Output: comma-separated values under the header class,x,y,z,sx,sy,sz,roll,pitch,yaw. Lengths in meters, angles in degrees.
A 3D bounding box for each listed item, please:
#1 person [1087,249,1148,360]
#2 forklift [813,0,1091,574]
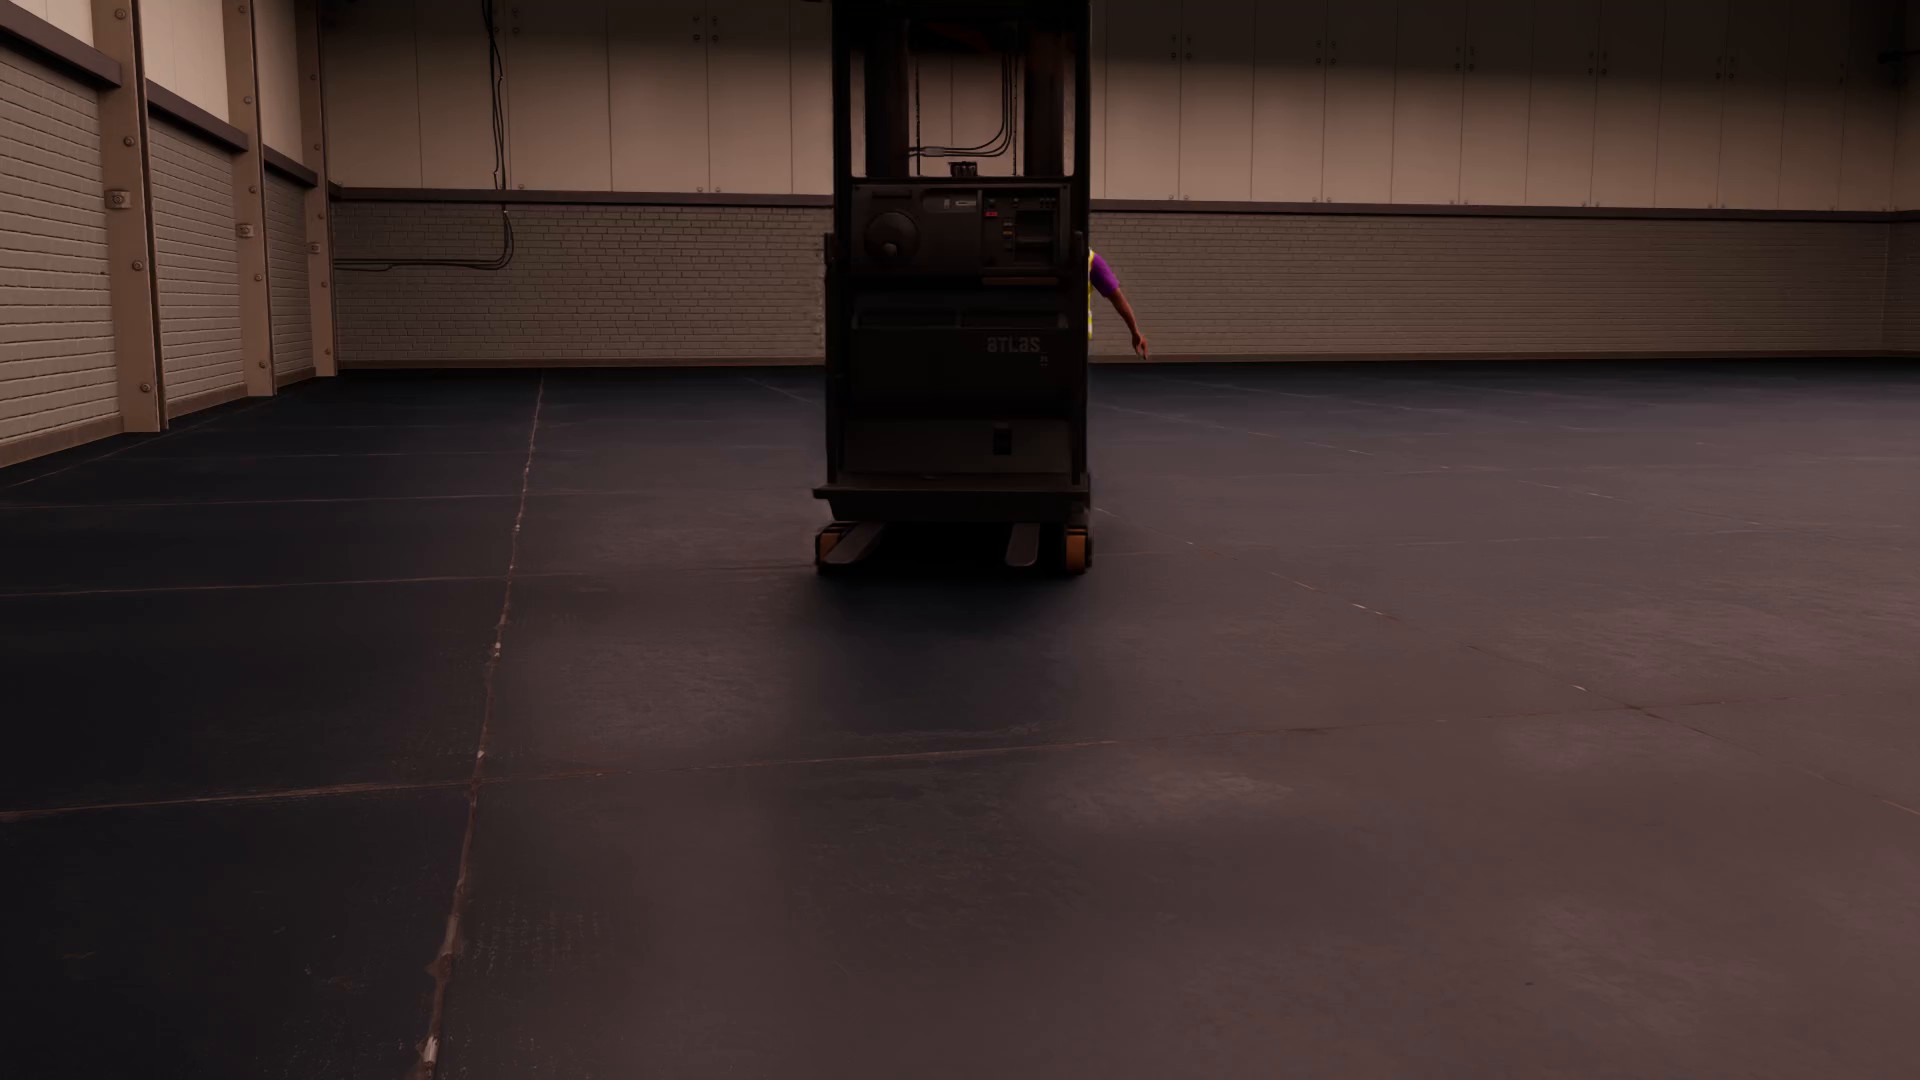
class,x,y,z,sx,sy,sz,roll,pitch,yaw
person,0.643,-1.274,10.571,1.020,1.745,0.765,-1,8,-10
forklift,-0.010,-1.358,6.838,1.130,2.935,3.031,1,8,4
